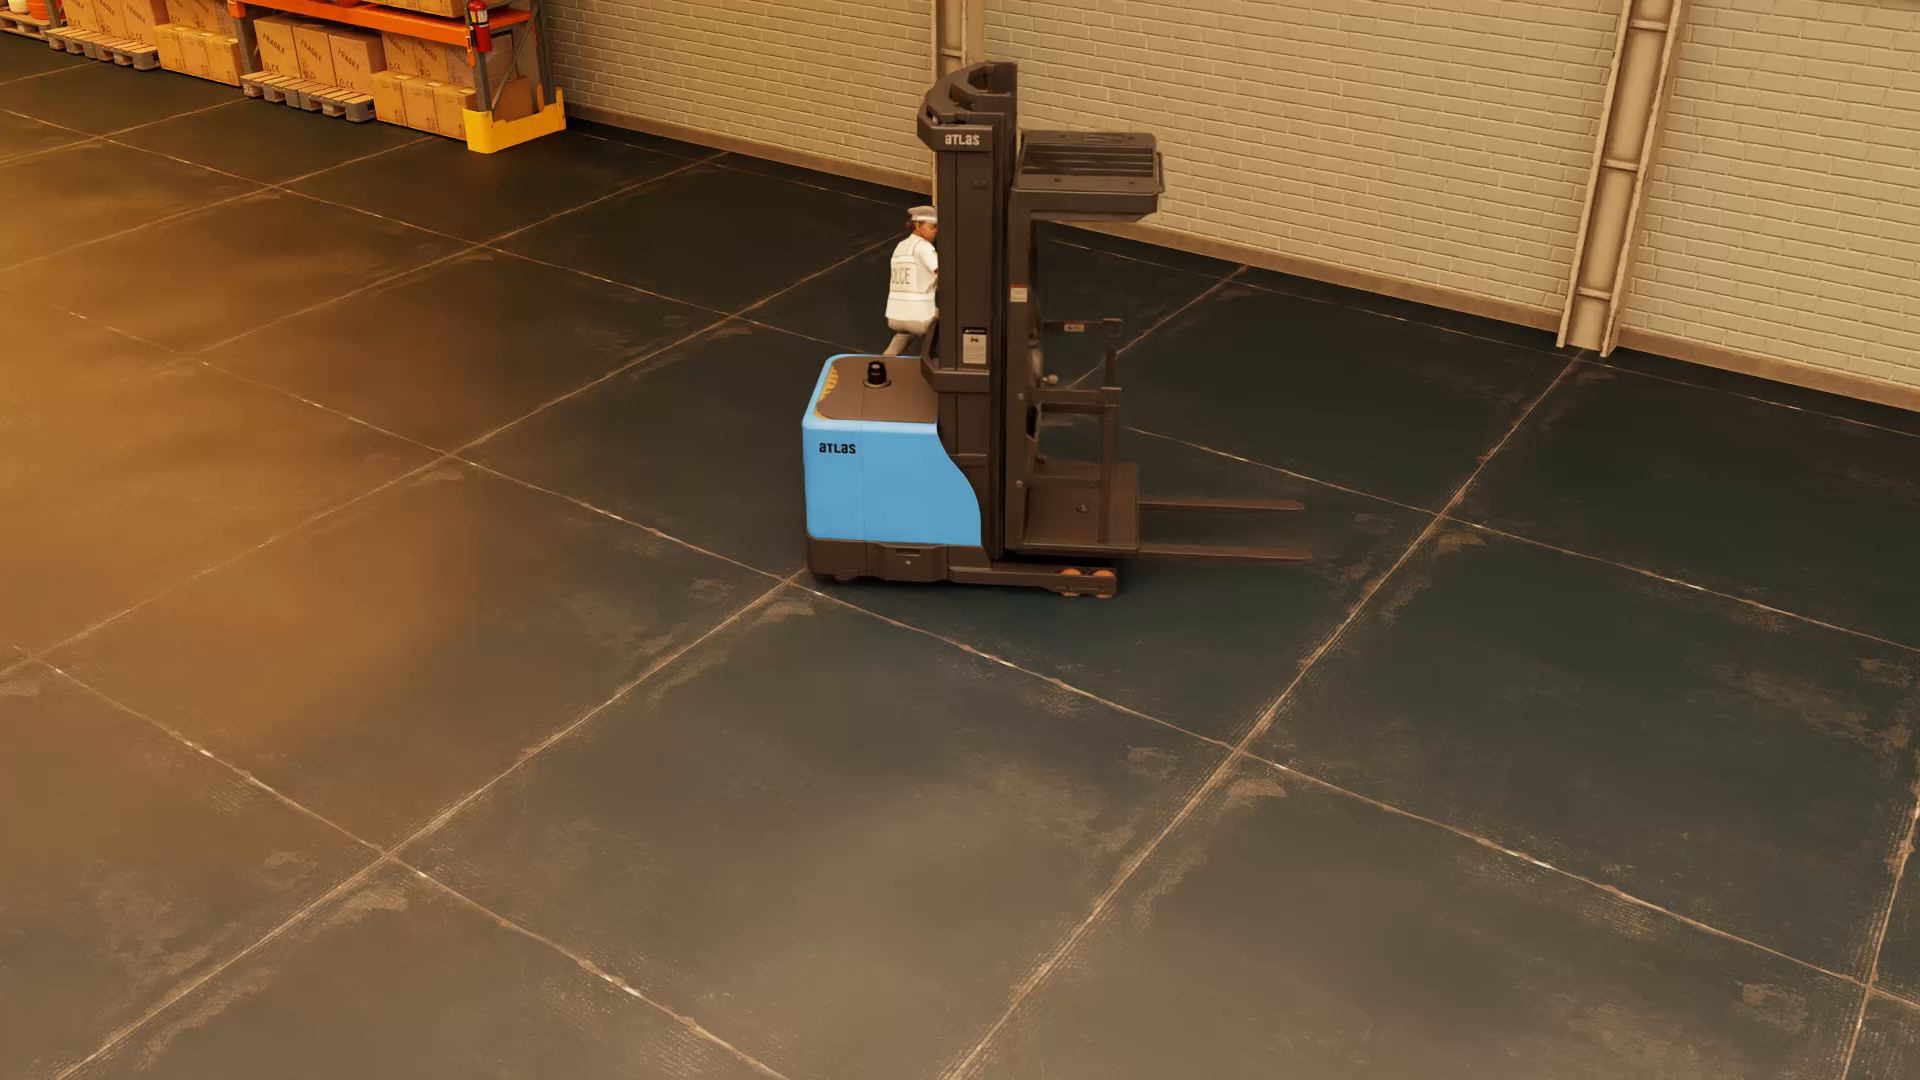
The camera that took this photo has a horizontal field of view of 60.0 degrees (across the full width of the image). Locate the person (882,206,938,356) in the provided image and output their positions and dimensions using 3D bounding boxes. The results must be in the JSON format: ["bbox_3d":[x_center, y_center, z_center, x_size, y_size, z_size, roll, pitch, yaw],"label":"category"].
[{"bbox_3d":[-0.246,-1.738,12.133,0.793,1.452,0.811,25,39,37],"label":"person"}]

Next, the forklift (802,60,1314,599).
[{"bbox_3d":[0.620,-1.199,9.646,3.031,2.935,1.130,3,30,4],"label":"forklift"}]
